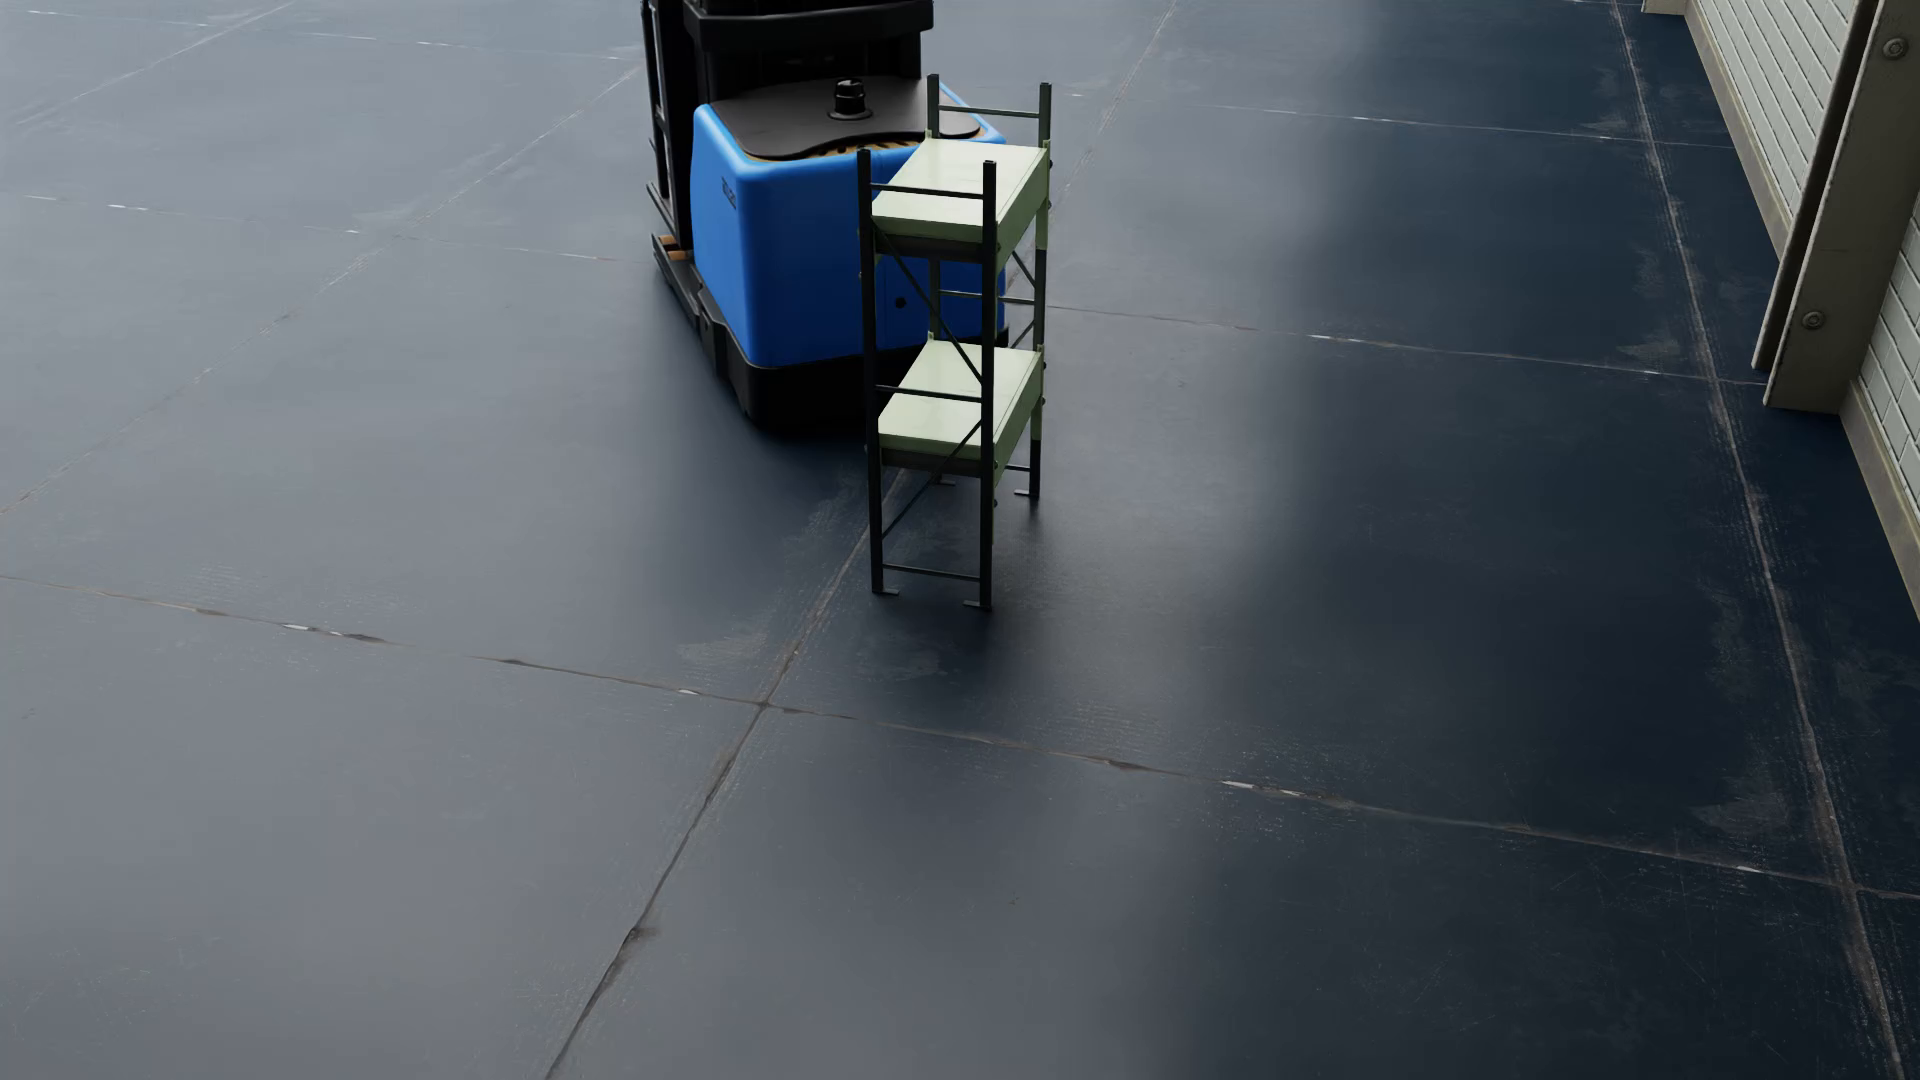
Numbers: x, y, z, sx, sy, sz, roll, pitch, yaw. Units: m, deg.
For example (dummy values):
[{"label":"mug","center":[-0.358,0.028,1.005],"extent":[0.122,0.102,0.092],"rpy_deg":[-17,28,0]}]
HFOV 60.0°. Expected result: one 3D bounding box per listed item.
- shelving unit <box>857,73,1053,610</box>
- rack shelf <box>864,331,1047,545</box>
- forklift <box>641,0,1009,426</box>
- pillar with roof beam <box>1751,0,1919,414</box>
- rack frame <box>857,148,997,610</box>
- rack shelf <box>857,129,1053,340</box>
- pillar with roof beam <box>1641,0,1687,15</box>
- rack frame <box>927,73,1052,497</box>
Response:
[{"label":"shelving unit","center":[-0.002,-0.629,5.342],"extent":[0.431,1.500,0.755],"rpy_deg":[8,33,12]},{"label":"rack shelf","center":[-0.002,-0.354,5.517],"extent":[0.431,0.370,0.720],"rpy_deg":[8,33,12]},{"label":"forklift","center":[-0.783,-2.452,6.876],"extent":[1.130,2.935,3.031],"rpy_deg":[-11,34,-16]},{"label":"pillar with roof beam","center":[-0.778,-4.996,5.221],"extent":[9.100,9.000,0.400],"rpy_deg":[8,33,12]},{"label":"rack frame","center":[-0.095,-0.440,5.043],"extent":[0.400,1.500,0.023],"rpy_deg":[8,33,12]},{"label":"rack shelf","center":[-0.002,-0.959,5.133],"extent":[0.431,0.370,0.720],"rpy_deg":[8,33,12]},{"label":"pillar with roof beam","center":[0.745,-8.110,10.119],"extent":[9.100,9.000,0.400],"rpy_deg":[8,33,12]},{"label":"rack frame","center":[0.091,-0.819,5.641],"extent":[0.400,1.500,0.023],"rpy_deg":[8,33,12]}]
